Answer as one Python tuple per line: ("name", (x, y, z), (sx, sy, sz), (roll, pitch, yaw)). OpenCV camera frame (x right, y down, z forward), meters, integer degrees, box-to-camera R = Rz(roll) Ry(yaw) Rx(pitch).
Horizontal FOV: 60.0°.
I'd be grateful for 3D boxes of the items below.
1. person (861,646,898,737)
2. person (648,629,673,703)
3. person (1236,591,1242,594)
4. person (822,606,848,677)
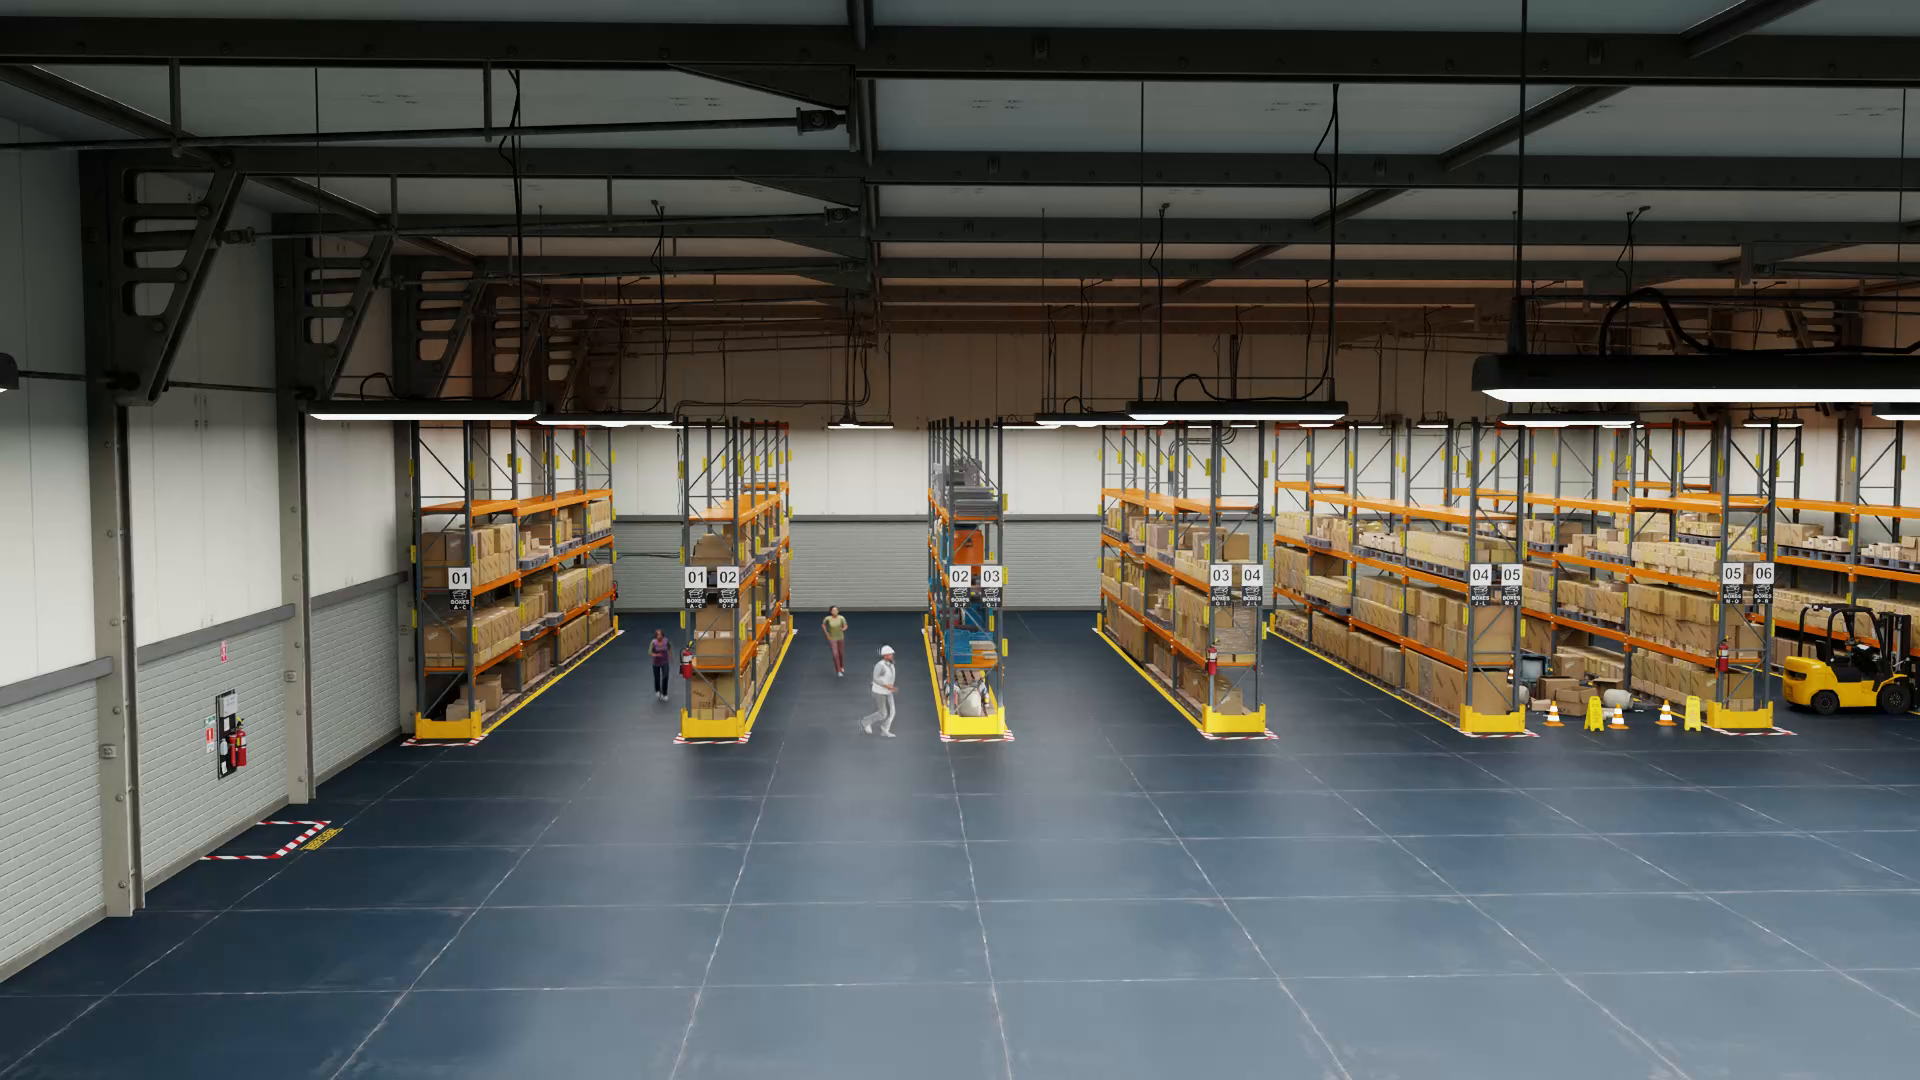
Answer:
("person", (-1.491, 2.838, 31.192), (0.754, 1.725, 0.658), (2, 4, 29))
("person", (-6.348, 2.648, 35.280), (0.534, 1.560, 0.903), (-1, 4, -13))
("person", (7.808, 1.878, 46.689), (0.589, 1.681, 0.747), (1, 4, 10))
("person", (-2.913, 2.342, 38.931), (0.578, 1.641, 0.859), (-1, 4, -14))
